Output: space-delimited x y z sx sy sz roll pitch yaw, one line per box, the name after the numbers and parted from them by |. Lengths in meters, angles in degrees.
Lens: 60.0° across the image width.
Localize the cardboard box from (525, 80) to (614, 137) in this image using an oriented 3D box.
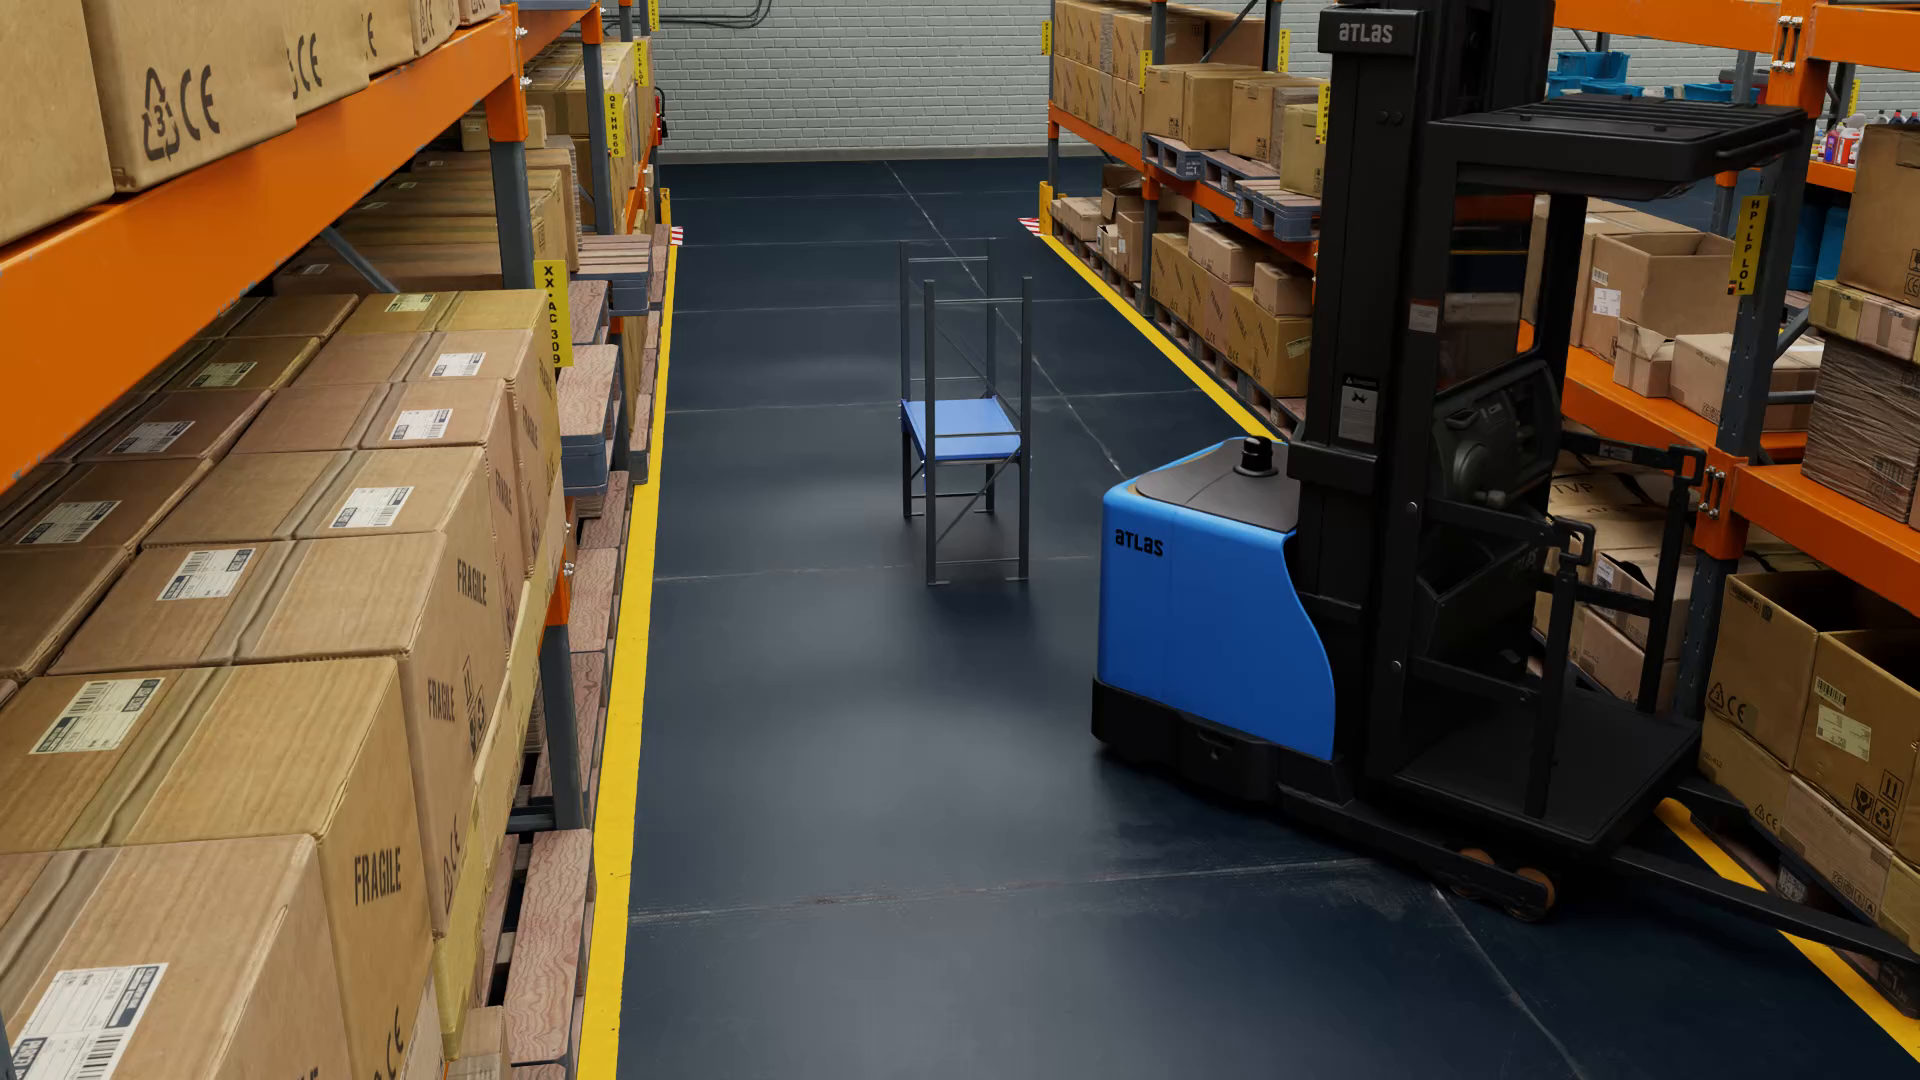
-2.155 -2.357 9.070 0.500 0.250 0.500 -2 21 -6 | cardboard box

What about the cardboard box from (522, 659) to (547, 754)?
-1.887 0.466 6.124 0.700 0.500 0.500 -2 21 -6 | cardboard box

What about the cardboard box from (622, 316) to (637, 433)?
-2.317 -1.080 9.794 0.750 0.750 0.750 -3 21 -8 | cardboard box

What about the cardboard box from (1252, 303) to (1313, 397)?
2.193 -1.228 10.660 0.500 0.500 0.500 -2 21 -6 | cardboard box

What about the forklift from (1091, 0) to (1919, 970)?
1.960 -0.344 5.449 3.031 2.935 1.130 17 26 38 | forklift

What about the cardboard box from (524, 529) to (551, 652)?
-1.332 0.138 4.246 0.500 0.250 0.500 -3 21 -8 | cardboard box

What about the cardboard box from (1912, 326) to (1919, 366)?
3.059 -0.567 4.878 0.380 0.149 0.250 -3 21 -9 | cardboard box

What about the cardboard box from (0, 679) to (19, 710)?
-1.529 0.523 2.144 0.500 0.500 0.500 -3 21 -7 | cardboard box

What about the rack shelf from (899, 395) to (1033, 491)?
0.012 -0.505 8.438 0.538 0.185 1.000 -3 21 -8 | rack shelf

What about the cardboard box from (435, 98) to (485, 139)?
-2.663 -2.320 8.973 0.500 0.250 0.500 -2 21 -6 | cardboard box

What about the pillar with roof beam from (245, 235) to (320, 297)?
1.251 -4.163 7.002 9.100 9.000 0.400 -3 21 -8 | pillar with roof beam

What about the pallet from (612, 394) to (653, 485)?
-2.380 -0.600 10.021 1.003 0.211 1.213 -3 21 -8 | pallet

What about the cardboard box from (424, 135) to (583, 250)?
-2.263 -1.720 8.263 0.700 0.500 0.500 -5 21 -14 | cardboard box

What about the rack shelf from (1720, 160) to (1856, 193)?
7.174 -2.485 12.110 1.077 0.370 4.000 -3 21 -8 | rack shelf

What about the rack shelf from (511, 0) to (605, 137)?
-2.053 -2.005 6.539 1.077 0.370 4.000 -3 21 -8 | rack shelf

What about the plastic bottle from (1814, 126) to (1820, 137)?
6.618 -3.106 12.929 0.097 0.271 0.097 0 20 0 | plastic bottle

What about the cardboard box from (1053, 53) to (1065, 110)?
1.210 -4.530 16.416 0.500 0.500 0.500 -2 21 -7 | cardboard box

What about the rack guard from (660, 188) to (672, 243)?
-3.498 -3.237 16.668 1.175 0.500 0.348 -3 21 -8 | rack guard

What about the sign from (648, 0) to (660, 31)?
-2.955 -5.075 16.024 0.100 0.325 0.005 -3 21 -8 | sign

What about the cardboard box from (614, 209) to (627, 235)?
-2.141 -1.831 9.662 0.380 0.149 0.250 -2 21 -6 | cardboard box

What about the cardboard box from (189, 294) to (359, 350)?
-1.903 -0.362 4.512 0.500 0.500 0.500 -3 21 -9 | cardboard box

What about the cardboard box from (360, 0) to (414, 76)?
-1.208 -1.001 2.651 0.500 0.500 0.500 -2 21 -4 | cardboard box

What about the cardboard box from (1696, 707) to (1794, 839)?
2.904 0.771 5.693 0.500 0.250 0.500 -3 21 -8 | cardboard box

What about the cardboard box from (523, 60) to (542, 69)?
-2.879 -2.854 10.402 0.500 0.250 0.500 -3 21 -9 | cardboard box

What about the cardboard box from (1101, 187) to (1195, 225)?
1.708 -2.952 15.273 0.797 0.503 0.637 -3 21 -8 | cardboard box

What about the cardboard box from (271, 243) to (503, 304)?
-1.804 -0.675 5.466 0.700 0.500 0.500 -3 21 -8 | cardboard box

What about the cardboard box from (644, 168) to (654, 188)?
-3.058 -3.368 15.492 0.380 0.149 0.250 -2 21 -6 | cardboard box

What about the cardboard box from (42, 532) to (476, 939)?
-1.089 0.319 2.690 0.500 0.500 0.500 -4 21 -10 | cardboard box

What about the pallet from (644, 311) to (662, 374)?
-2.732 -1.445 12.283 1.003 0.211 1.213 -3 21 -8 | pallet

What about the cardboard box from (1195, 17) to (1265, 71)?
2.194 -3.958 13.455 0.500 0.500 0.500 -2 21 -6 | cardboard box

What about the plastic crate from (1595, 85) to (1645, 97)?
6.252 -4.187 15.793 0.416 0.233 0.300 -3 21 -8 | plastic crate

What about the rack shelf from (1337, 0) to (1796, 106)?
2.849 -2.256 7.211 1.077 0.370 4.000 -3 21 -8 | rack shelf

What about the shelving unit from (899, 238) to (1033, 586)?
0.012 -0.673 8.375 0.538 1.500 1.048 -3 21 -8 | shelving unit

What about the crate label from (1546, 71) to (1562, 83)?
6.019 -4.747 17.291 0.416 0.233 0.303 -3 21 -8 | crate label

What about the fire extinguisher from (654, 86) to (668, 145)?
-3.059 -4.264 16.489 0.296 0.674 0.183 -3 21 -8 | fire extinguisher

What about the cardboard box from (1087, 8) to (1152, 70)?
1.435 -4.469 14.822 0.500 0.500 0.500 -3 21 -8 | cardboard box

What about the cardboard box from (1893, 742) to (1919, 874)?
3.038 0.767 4.634 0.500 0.500 0.500 -3 21 -8 | cardboard box

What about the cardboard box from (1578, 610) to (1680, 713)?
2.790 0.467 6.509 0.500 0.250 0.500 -3 21 -8 | cardboard box

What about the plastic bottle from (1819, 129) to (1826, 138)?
6.749 -3.128 13.087 0.097 0.201 0.097 0 20 0 | plastic bottle

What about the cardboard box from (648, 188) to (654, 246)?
-3.222 -3.015 15.473 0.700 0.500 0.500 -3 21 -8 | cardboard box

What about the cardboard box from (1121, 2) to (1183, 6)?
1.817 -4.851 15.844 0.500 0.500 0.500 -2 21 -6 | cardboard box

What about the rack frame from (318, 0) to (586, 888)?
-1.764 -0.245 5.084 1.000 3.000 0.127 -3 21 -8 | rack frame

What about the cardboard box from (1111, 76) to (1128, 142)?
1.582 -3.651 14.061 0.500 0.500 0.500 -2 21 -6 | cardboard box

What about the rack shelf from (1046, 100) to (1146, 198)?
1.696 -3.621 15.152 1.077 0.370 4.000 -3 21 -8 | rack shelf

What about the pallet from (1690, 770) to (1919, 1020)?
3.210 1.088 5.501 1.003 0.211 1.213 -3 21 -8 | pallet

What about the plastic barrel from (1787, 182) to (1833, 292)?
6.948 -2.539 13.625 0.600 0.901 0.708 -3 21 -8 | plastic barrel

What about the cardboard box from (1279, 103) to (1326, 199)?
2.358 -2.337 9.942 0.700 0.500 0.500 -10 23 -26 | cardboard box

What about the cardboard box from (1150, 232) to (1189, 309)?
1.812 -2.121 13.052 0.500 0.500 0.500 -4 21 -10 | cardboard box

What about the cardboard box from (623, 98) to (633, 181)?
-2.377 -2.540 10.632 0.500 0.500 0.500 -2 21 -6 | cardboard box

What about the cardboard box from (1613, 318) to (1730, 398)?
2.829 -0.728 6.570 0.396 0.266 0.258 -3 21 -9 | cardboard box

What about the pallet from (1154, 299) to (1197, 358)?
2.139 -1.680 12.911 1.003 0.211 1.213 -3 21 -8 | pallet

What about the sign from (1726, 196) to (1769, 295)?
2.602 -0.970 5.485 0.100 0.325 0.005 -3 21 -8 | sign

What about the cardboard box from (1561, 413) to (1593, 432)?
3.031 -0.529 8.372 0.500 0.311 0.500 -3 21 -8 | cardboard box

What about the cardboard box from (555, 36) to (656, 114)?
-3.411 -4.364 15.684 0.980 0.700 0.700 -2 21 -5 | cardboard box

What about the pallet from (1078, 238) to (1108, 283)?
1.707 -2.620 15.431 1.003 0.211 1.213 -3 21 -8 | pallet
